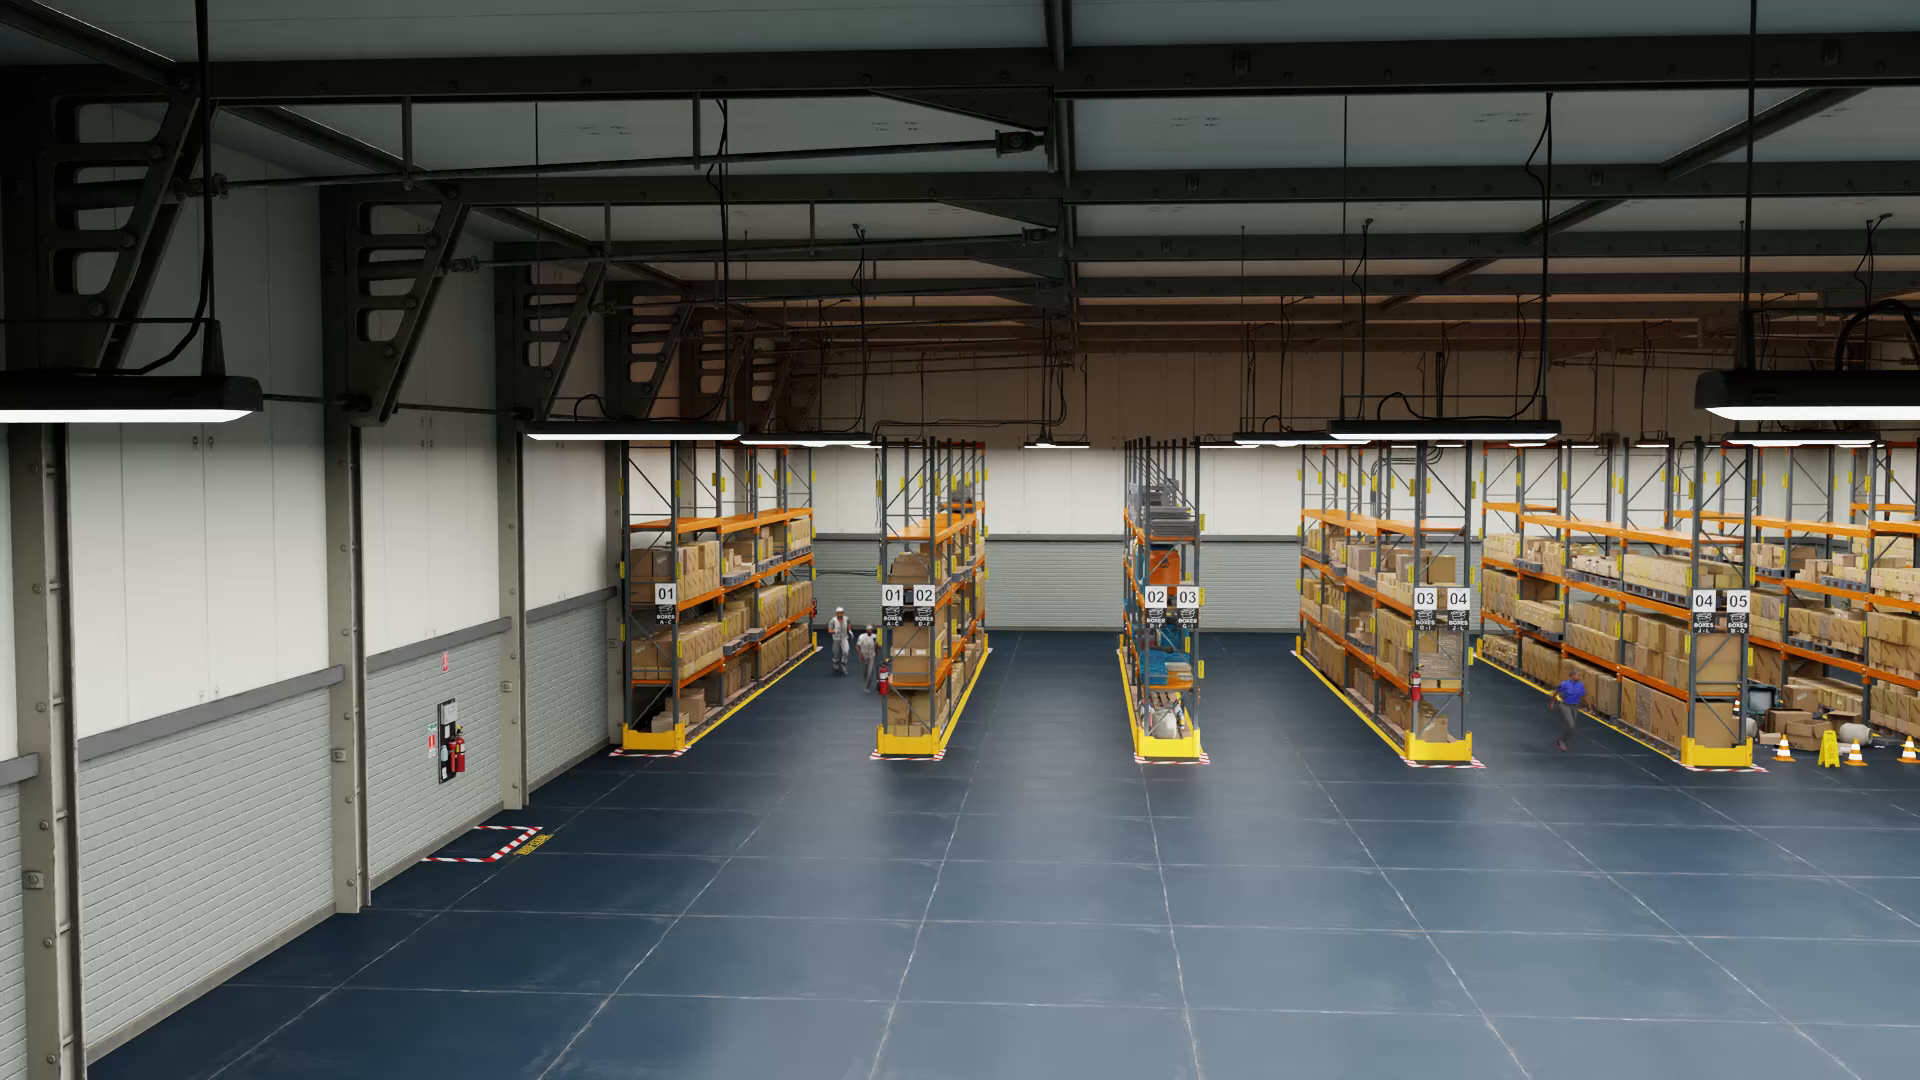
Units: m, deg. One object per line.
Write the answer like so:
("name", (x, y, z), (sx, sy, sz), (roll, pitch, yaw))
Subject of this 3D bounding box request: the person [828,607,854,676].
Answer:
("person", (-3.056, 2.576, 42.619), (0.687, 1.751, 0.990), (-1, 3, -12))

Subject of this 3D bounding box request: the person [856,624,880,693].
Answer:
("person", (-2.195, 2.795, 39.620), (0.581, 1.660, 0.655), (0, 3, -7))

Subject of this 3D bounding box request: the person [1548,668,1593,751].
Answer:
("person", (11.615, 3.218, 31.552), (0.562, 1.598, 0.781), (-1, 3, -16))
